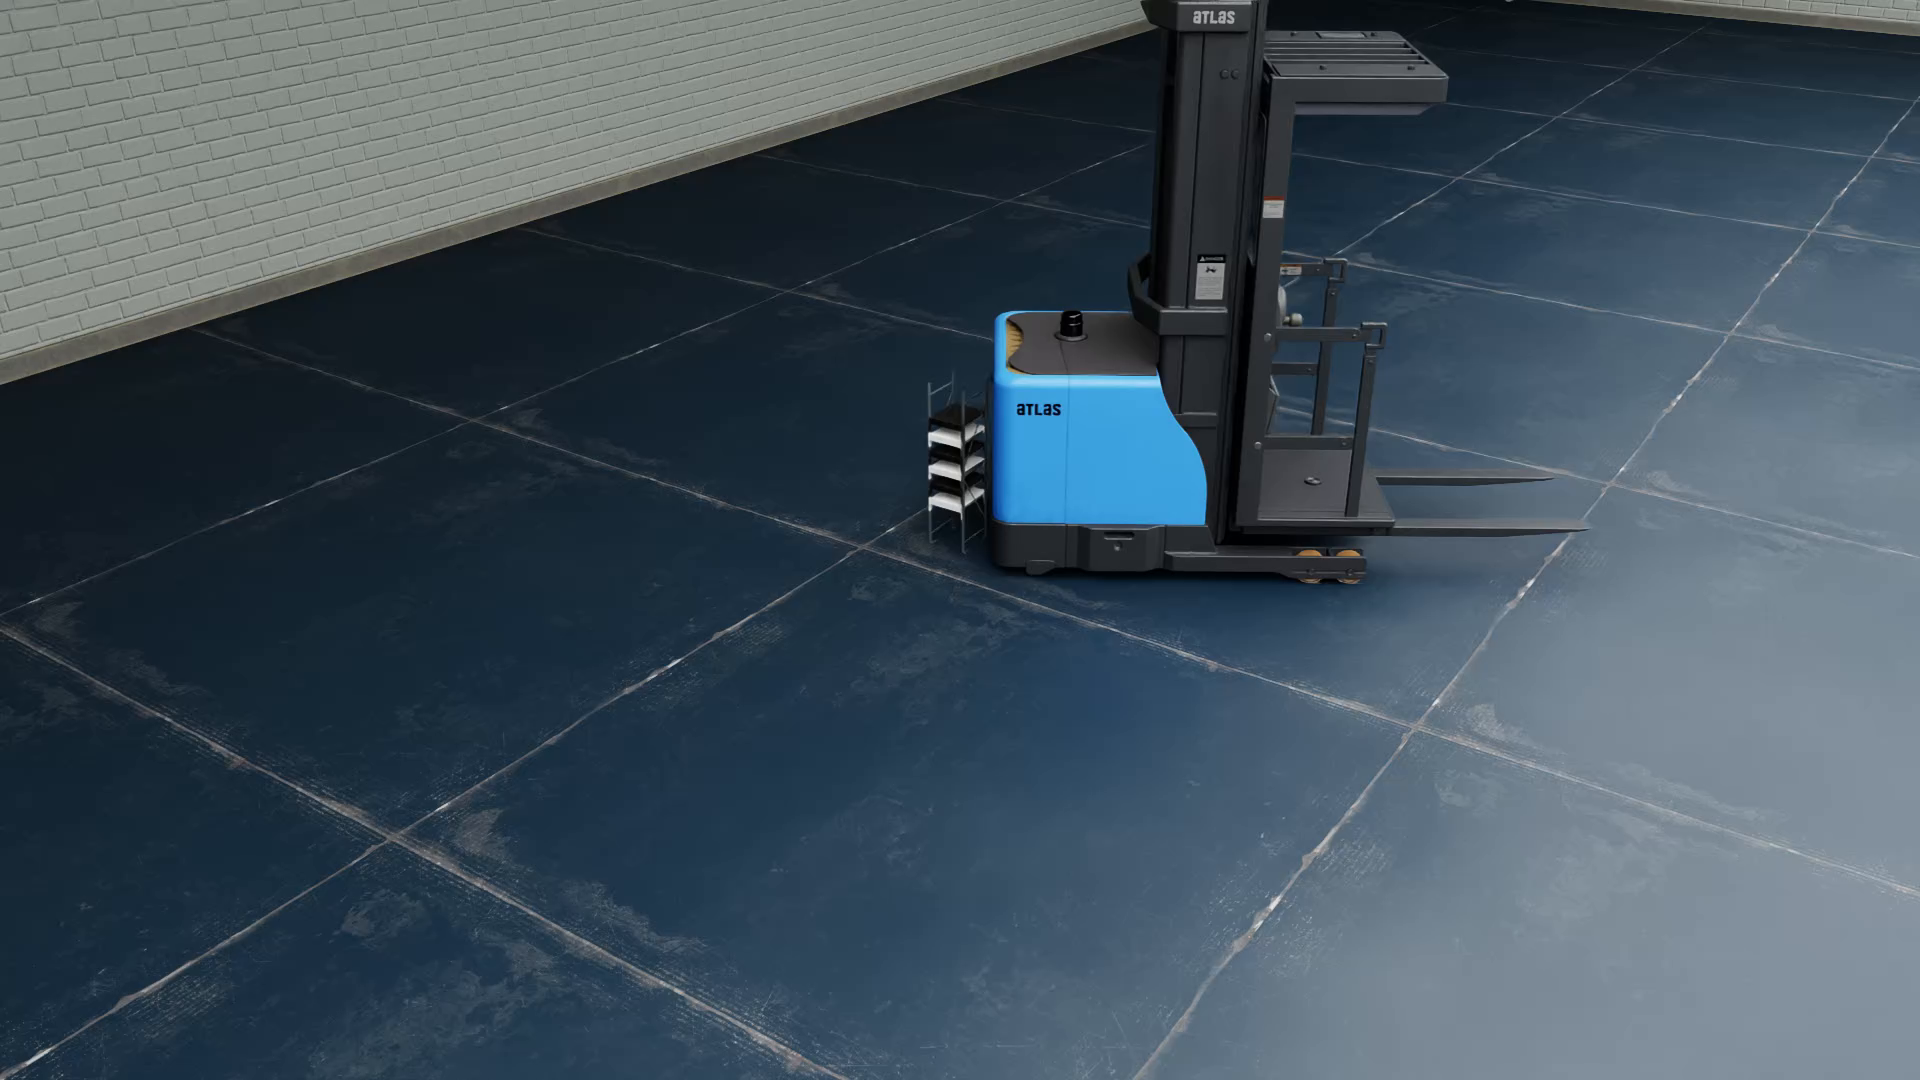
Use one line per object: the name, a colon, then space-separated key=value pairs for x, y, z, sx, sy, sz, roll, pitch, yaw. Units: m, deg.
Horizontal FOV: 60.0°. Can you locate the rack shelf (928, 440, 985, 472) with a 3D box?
rack shelf: x=-0.011 y=-0.448 z=8.514 sx=0.200 sy=0.077 sz=0.258 roll=16 pitch=31 yaw=29

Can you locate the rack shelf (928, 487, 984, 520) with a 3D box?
rack shelf: x=-0.011 y=-0.208 z=8.636 sx=0.200 sy=0.077 sz=0.258 roll=16 pitch=31 yaw=29

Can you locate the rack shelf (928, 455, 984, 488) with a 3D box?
rack shelf: x=-0.011 y=-0.368 z=8.554 sx=0.200 sy=0.077 sz=0.258 roll=16 pitch=31 yaw=29

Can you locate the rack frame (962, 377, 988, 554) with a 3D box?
rack frame: x=0.075 y=-0.373 z=8.491 sx=0.006 sy=0.900 sz=0.240 roll=16 pitch=31 yaw=29

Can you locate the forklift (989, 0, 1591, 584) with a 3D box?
forklift: x=1.672 y=-1.331 z=8.134 sx=3.031 sy=2.935 sz=1.130 roll=1 pitch=27 yaw=1

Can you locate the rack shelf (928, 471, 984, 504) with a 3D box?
rack shelf: x=-0.011 y=-0.288 z=8.595 sx=0.200 sy=0.077 sz=0.258 roll=16 pitch=31 yaw=29

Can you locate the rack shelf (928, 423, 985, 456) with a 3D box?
rack shelf: x=-0.011 y=-0.528 z=8.473 sx=0.200 sy=0.077 sz=0.258 roll=16 pitch=31 yaw=29

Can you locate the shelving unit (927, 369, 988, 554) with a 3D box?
shelving unit: x=-0.011 y=-0.398 z=8.539 sx=0.210 sy=0.900 sz=0.258 roll=16 pitch=31 yaw=29

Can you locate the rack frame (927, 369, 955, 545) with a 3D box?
rack frame: x=-0.096 y=-0.422 z=8.588 sx=0.006 sy=0.900 sz=0.240 roll=16 pitch=31 yaw=29

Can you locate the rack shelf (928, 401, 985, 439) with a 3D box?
rack shelf: x=-0.011 y=-0.609 z=8.432 sx=0.200 sy=0.077 sz=0.258 roll=16 pitch=31 yaw=29
